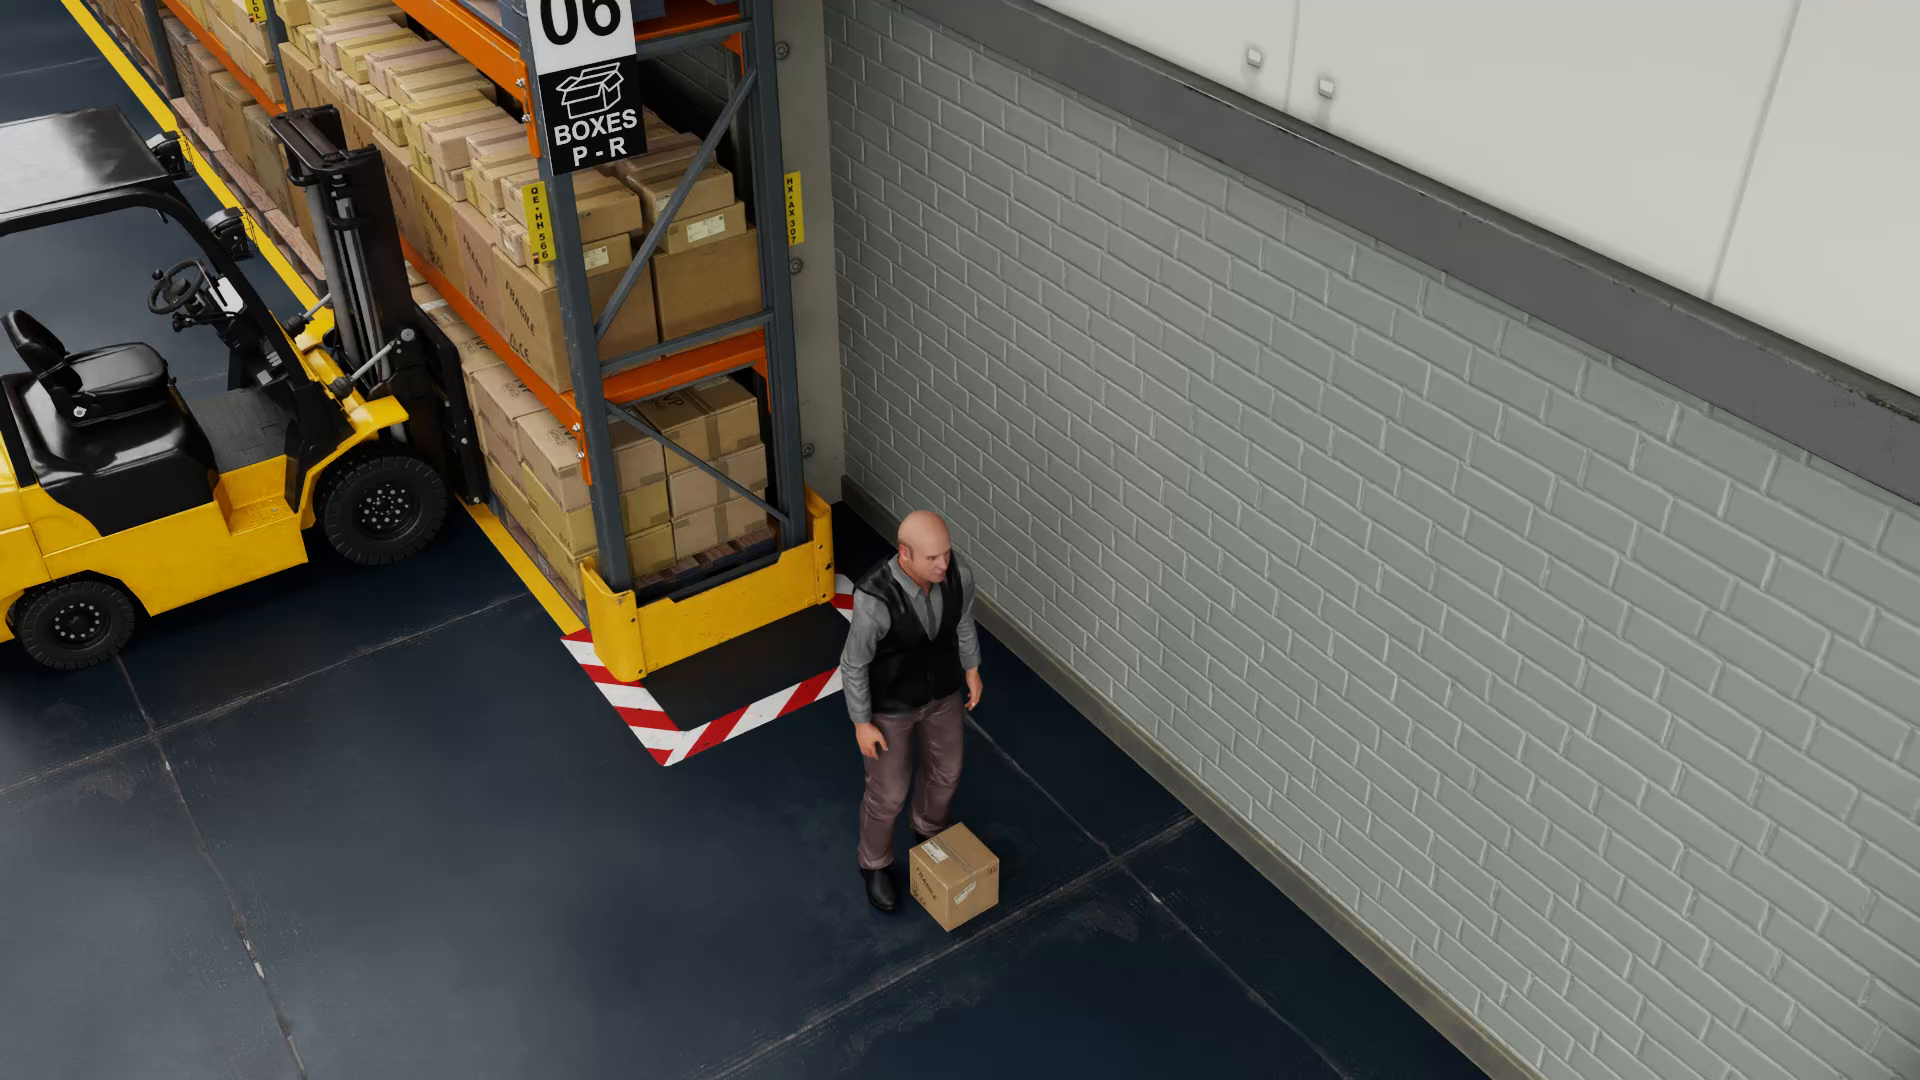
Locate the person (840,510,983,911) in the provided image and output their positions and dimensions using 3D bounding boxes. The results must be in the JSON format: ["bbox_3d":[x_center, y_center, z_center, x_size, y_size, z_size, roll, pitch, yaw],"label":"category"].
[{"bbox_3d":[-0.184,0.622,6.258,0.589,1.619,0.410,-24,43,-29],"label":"person"}]
